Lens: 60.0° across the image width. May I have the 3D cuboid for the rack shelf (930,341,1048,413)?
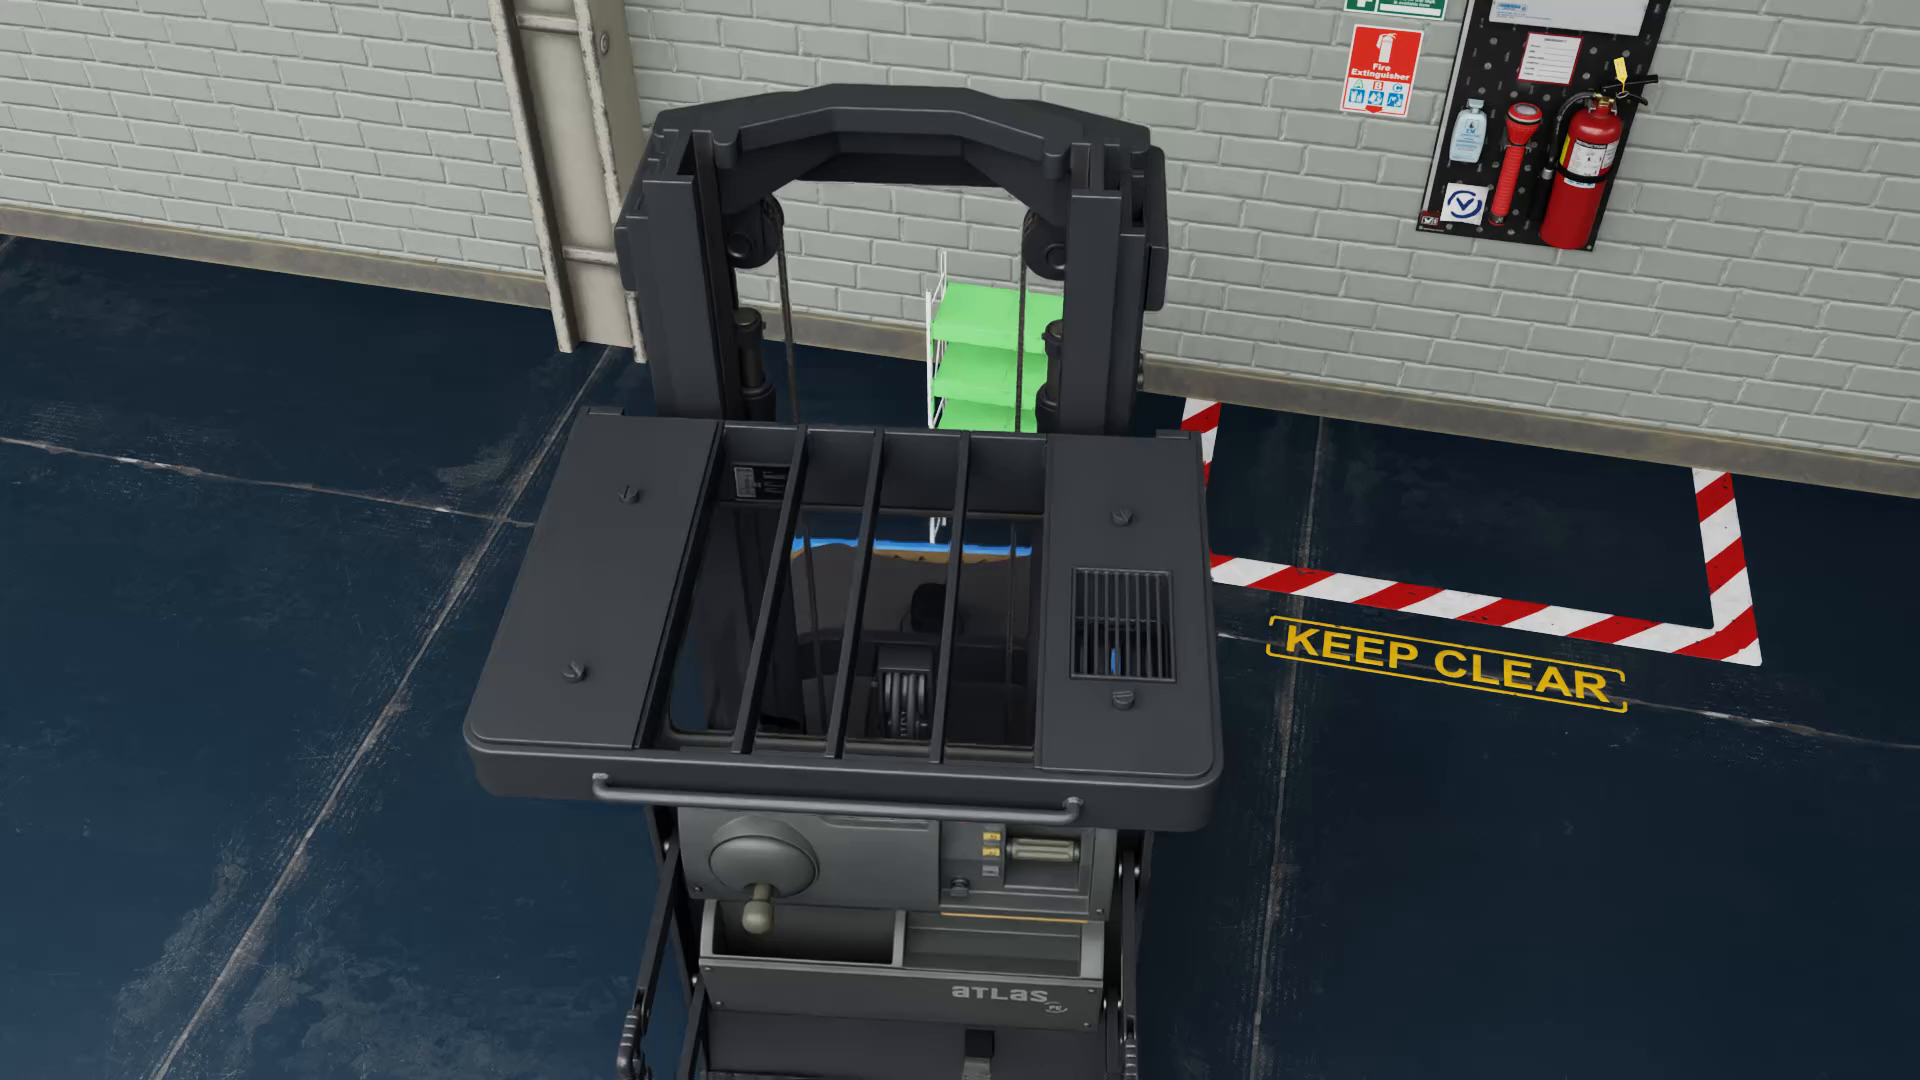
[{"bbox_3d":[0.162,-0.534,5.686,0.480,0.148,0.258,9,45,9],"label":"rack shelf"}]

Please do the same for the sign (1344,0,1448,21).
[{"bbox_3d":[1.456,-1.802,5.551,0.331,0.109,0.001,9,45,9],"label":"sign"}]

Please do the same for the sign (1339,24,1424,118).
[{"bbox_3d":[1.453,-1.617,5.742,0.234,0.329,0.001,9,45,9],"label":"sign"}]

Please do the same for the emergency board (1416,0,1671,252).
[{"bbox_3d":[1.970,-1.451,5.595,0.643,1.169,0.194,9,45,9],"label":"emergency board"}]

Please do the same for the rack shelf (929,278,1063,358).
[{"bbox_3d":[0.162,-0.707,5.519,0.480,0.148,0.258,9,45,9],"label":"rack shelf"}]

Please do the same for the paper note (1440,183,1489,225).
[{"bbox_3d":[1.813,-1.207,5.976,0.142,0.148,0.016,9,45,9],"label":"paper note"}]

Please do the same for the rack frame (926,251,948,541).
[{"bbox_3d":[-0.077,-0.444,5.846,0.015,1.200,0.240,9,45,9],"label":"rack frame"}]

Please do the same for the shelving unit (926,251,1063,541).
[{"bbox_3d":[0.162,-0.407,5.808,0.503,1.200,0.258,9,45,9],"label":"shelving unit"}]

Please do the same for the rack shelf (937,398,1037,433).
[{"bbox_3d":[0.162,-0.361,5.852,0.480,0.148,0.258,9,45,9],"label":"rack shelf"}]

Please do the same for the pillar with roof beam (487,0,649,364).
[{"bbox_3d":[-2.422,-1.208,1.016,0.400,9.000,9.100,9,45,9],"label":"pillar with roof beam"}]

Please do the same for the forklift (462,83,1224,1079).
[{"bbox_3d":[-0.145,0.740,3.368,1.130,2.935,3.031,3,44,3],"label":"forklift"}]
